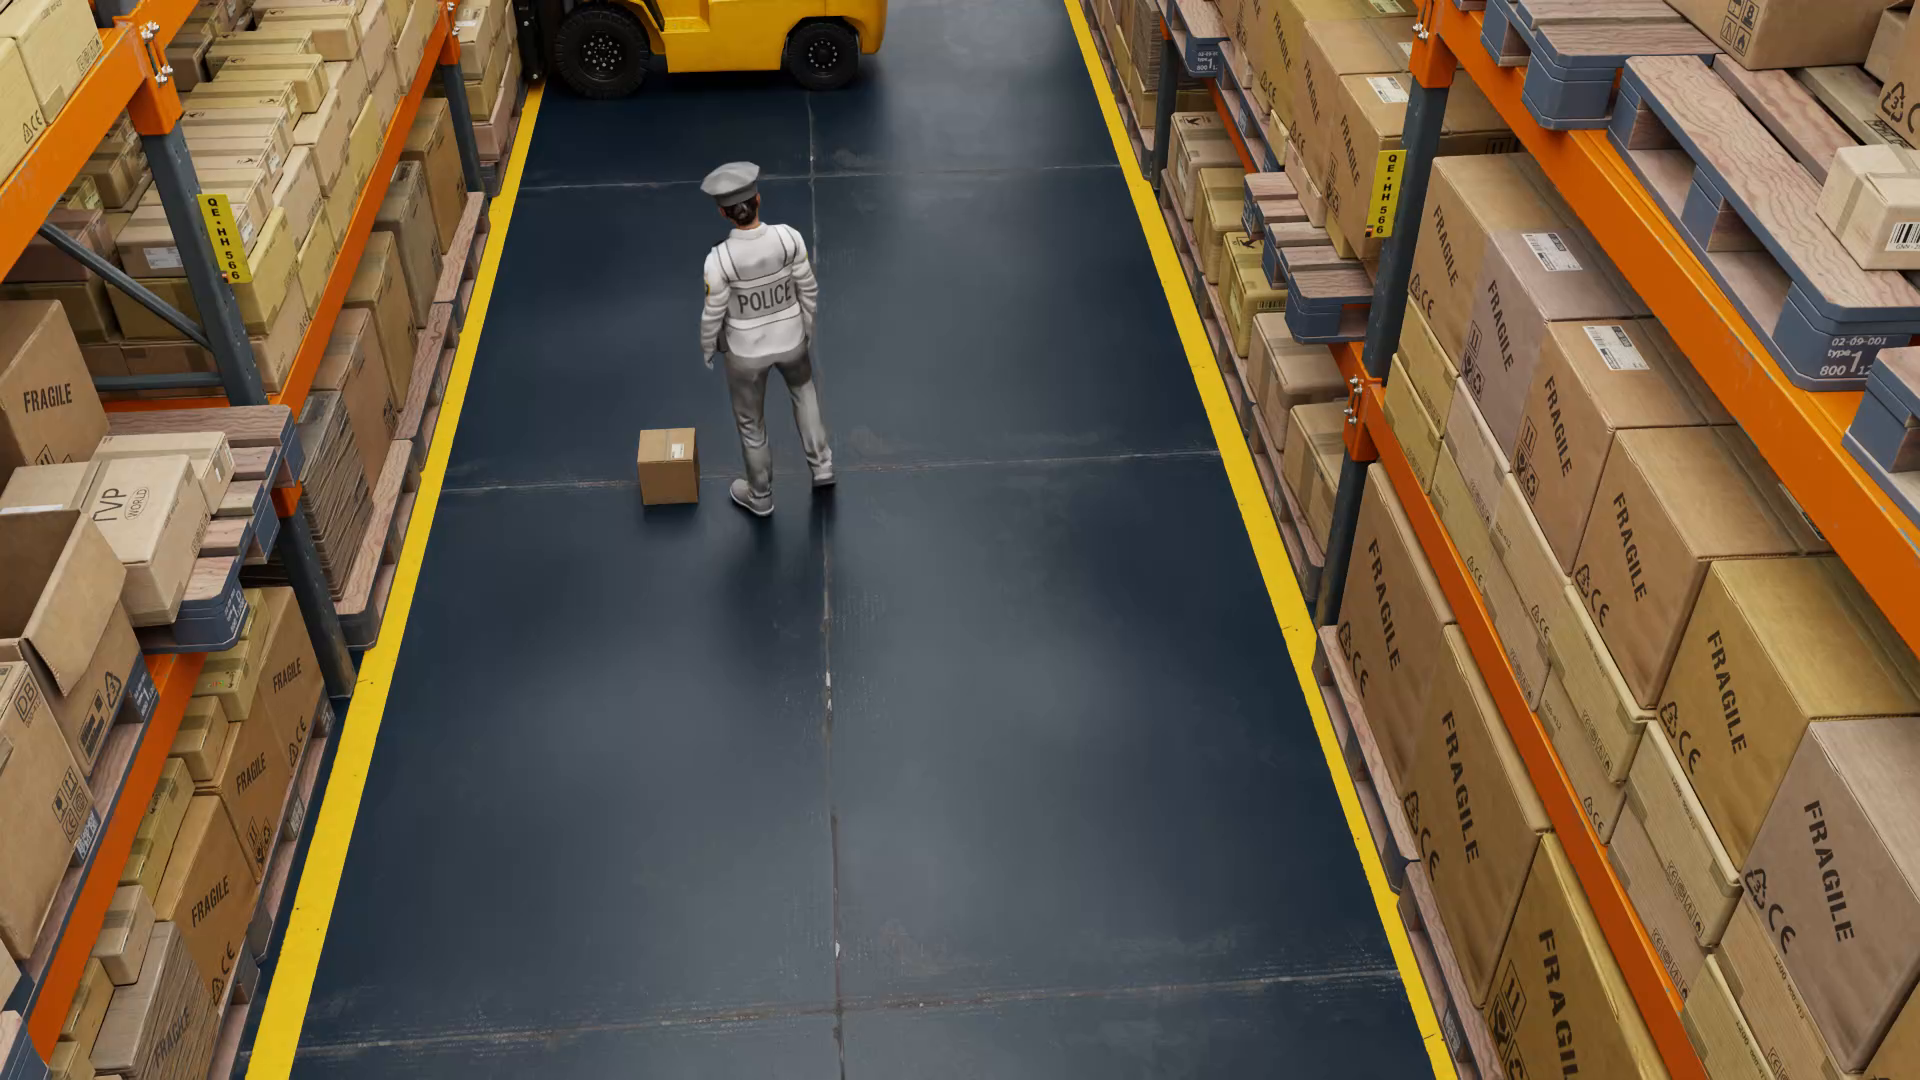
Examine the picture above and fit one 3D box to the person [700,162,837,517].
[{"bbox_3d":[-0.834,-0.826,7.157,0.561,1.701,0.375,-20,43,-23],"label":"person"}]
